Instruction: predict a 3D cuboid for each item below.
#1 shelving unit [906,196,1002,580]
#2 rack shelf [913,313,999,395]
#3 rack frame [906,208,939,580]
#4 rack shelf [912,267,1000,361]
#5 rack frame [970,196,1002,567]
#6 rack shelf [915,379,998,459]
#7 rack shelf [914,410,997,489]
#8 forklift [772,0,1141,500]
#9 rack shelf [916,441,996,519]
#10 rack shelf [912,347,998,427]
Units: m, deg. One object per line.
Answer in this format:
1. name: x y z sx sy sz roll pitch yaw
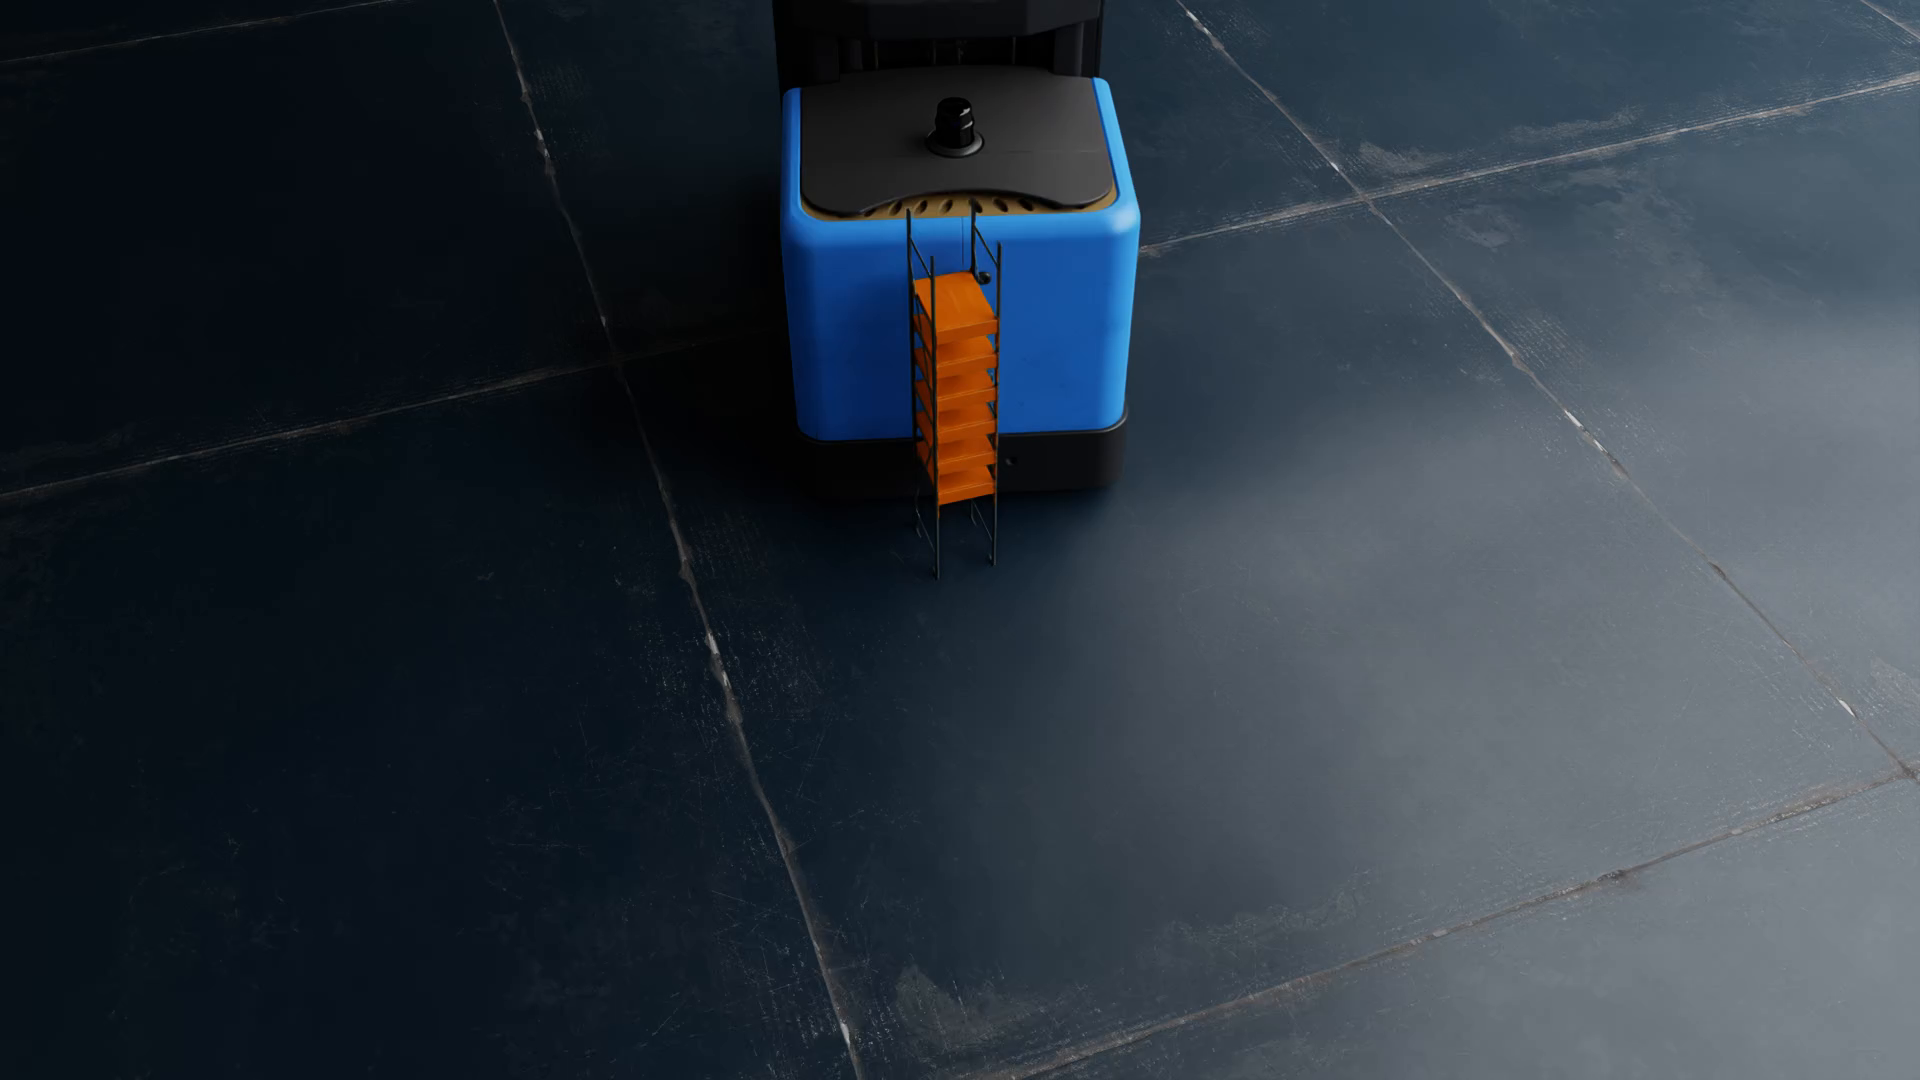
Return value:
1. shelving unit: -0.017 -0.402 4.804 0.189 1.200 0.258 -13 47 -12
2. rack shelf: -0.017 -0.540 4.665 0.180 0.103 0.258 -13 47 -12
3. rack frame: -0.104 -0.382 4.784 0.006 1.200 0.240 -13 47 -12
4. rack shelf: -0.017 -0.625 4.580 0.180 0.103 0.258 -13 47 -12
5. rack frame: 0.070 -0.422 4.823 0.006 1.200 0.240 -13 47 -12
6. rack shelf: -0.017 -0.371 4.835 0.180 0.103 0.258 -13 47 -12
7. rack shelf: -0.017 -0.286 4.920 0.180 0.103 0.258 -13 47 -12
8. forklift: -0.086 -2.200 5.373 1.130 2.935 3.031 -3 45 -3
9. rack shelf: -0.017 -0.201 5.005 0.180 0.103 0.258 -13 47 -12
10. rack shelf: -0.017 -0.456 4.750 0.180 0.103 0.258 -13 47 -12
